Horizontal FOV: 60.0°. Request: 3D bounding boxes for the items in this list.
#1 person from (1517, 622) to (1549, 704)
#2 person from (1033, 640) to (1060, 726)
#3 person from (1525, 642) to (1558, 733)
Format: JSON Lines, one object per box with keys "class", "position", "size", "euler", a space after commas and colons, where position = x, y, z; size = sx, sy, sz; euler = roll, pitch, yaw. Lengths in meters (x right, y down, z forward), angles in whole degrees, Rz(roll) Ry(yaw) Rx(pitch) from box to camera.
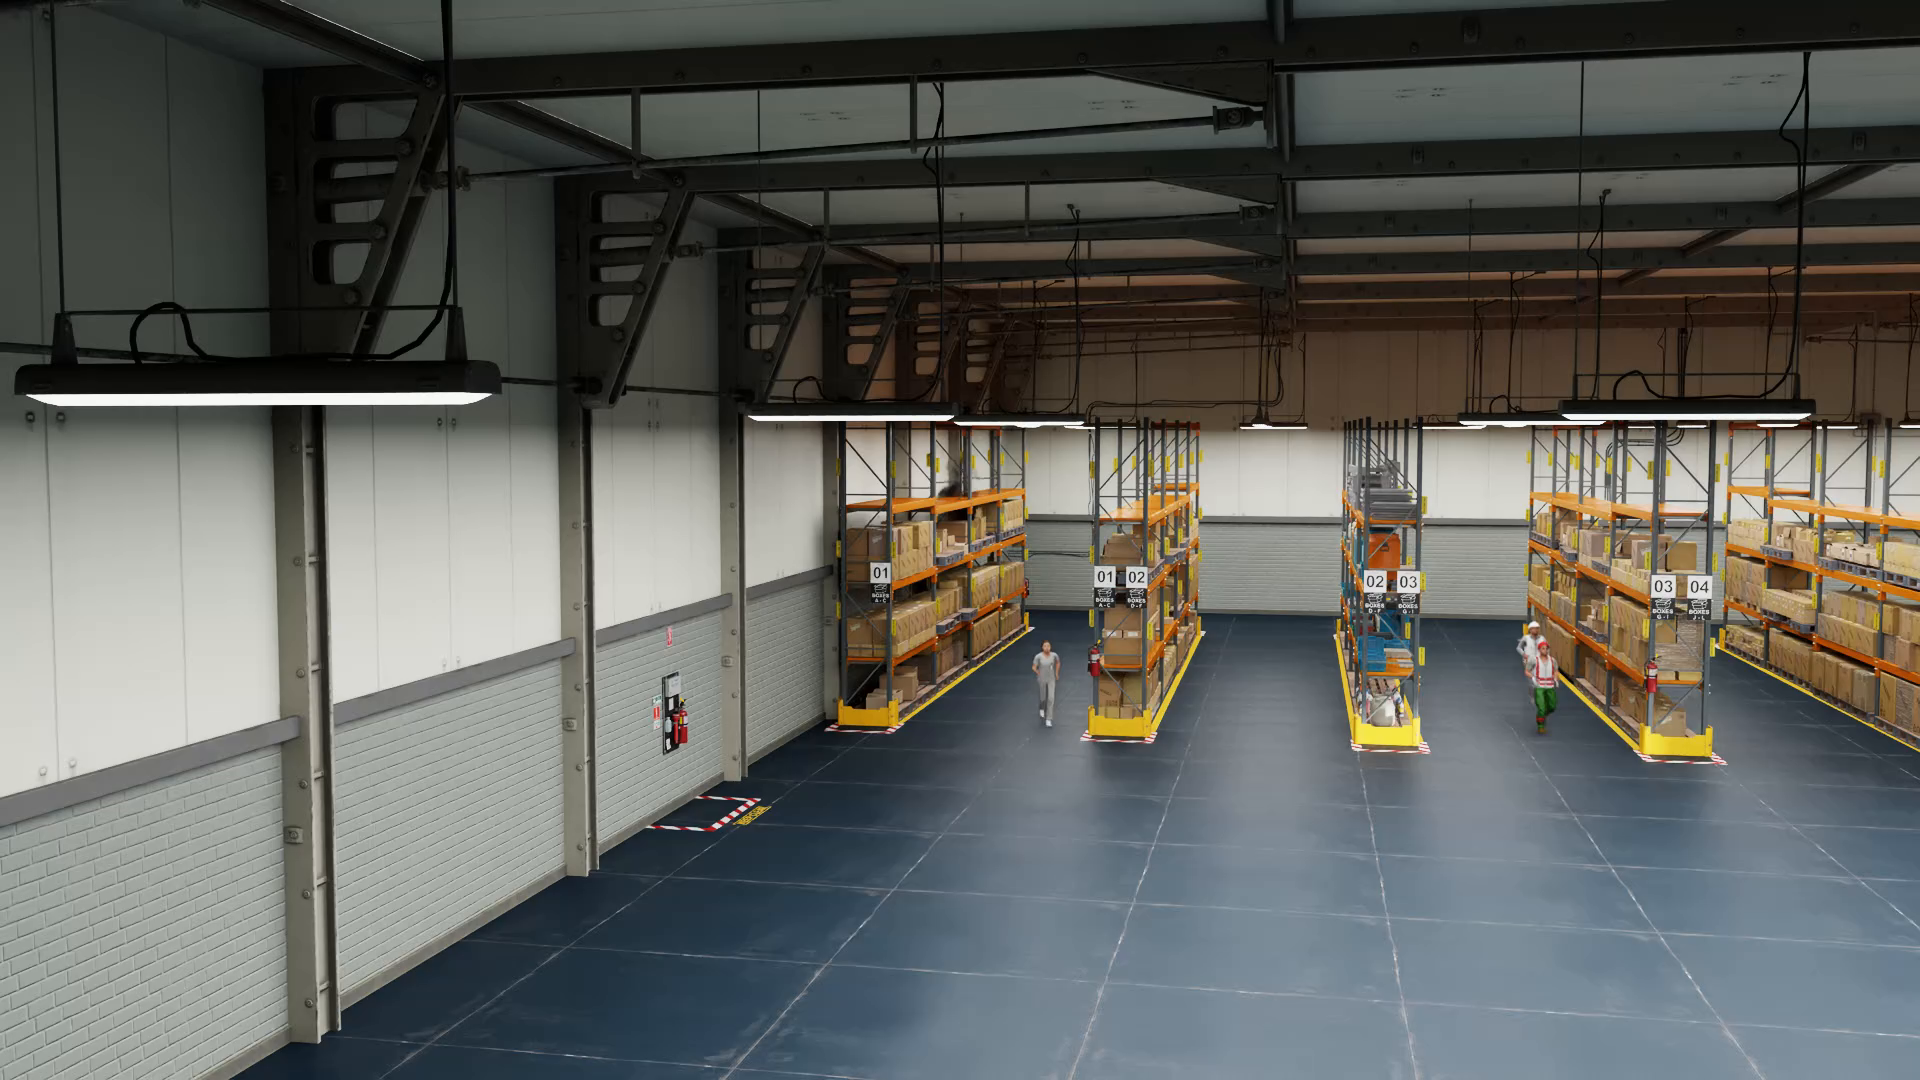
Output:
{"class": "person", "position": [12.082, 2.586, 35.036], "size": [0.679, 1.738, 0.563], "euler": [1, 4, 8]}
{"class": "person", "position": [1.694, 2.772, 32.662], "size": [0.552, 1.656, 0.933], "euler": [0, 4, -1]}
{"class": "person", "position": [11.091, 2.800, 31.628], "size": [0.652, 1.738, 0.615], "euler": [0, 4, 1]}
